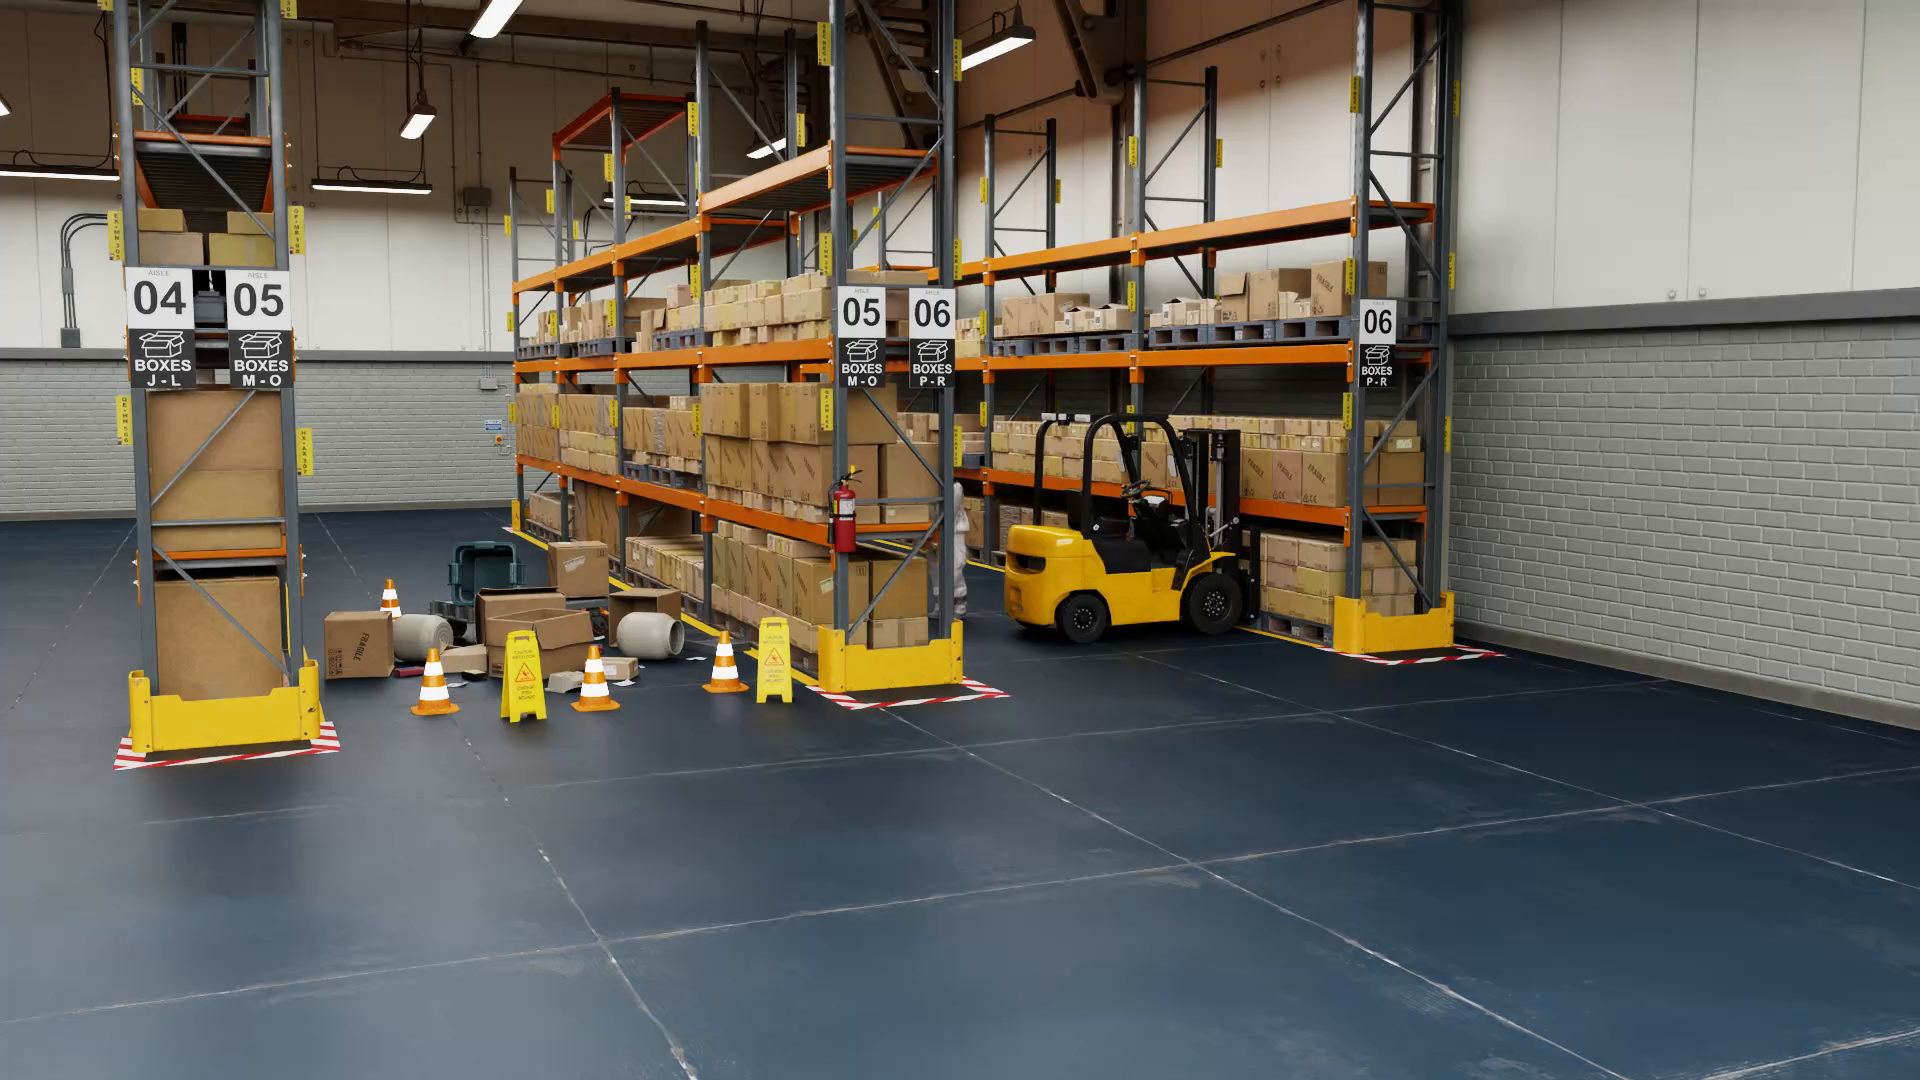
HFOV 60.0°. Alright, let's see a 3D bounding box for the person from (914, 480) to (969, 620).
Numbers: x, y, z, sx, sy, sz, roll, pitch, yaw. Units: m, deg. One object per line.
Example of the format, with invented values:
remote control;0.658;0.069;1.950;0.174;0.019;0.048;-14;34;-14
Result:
person;-0.175;-0.027;17.192;0.490;1.726;0.609;4;7;36
